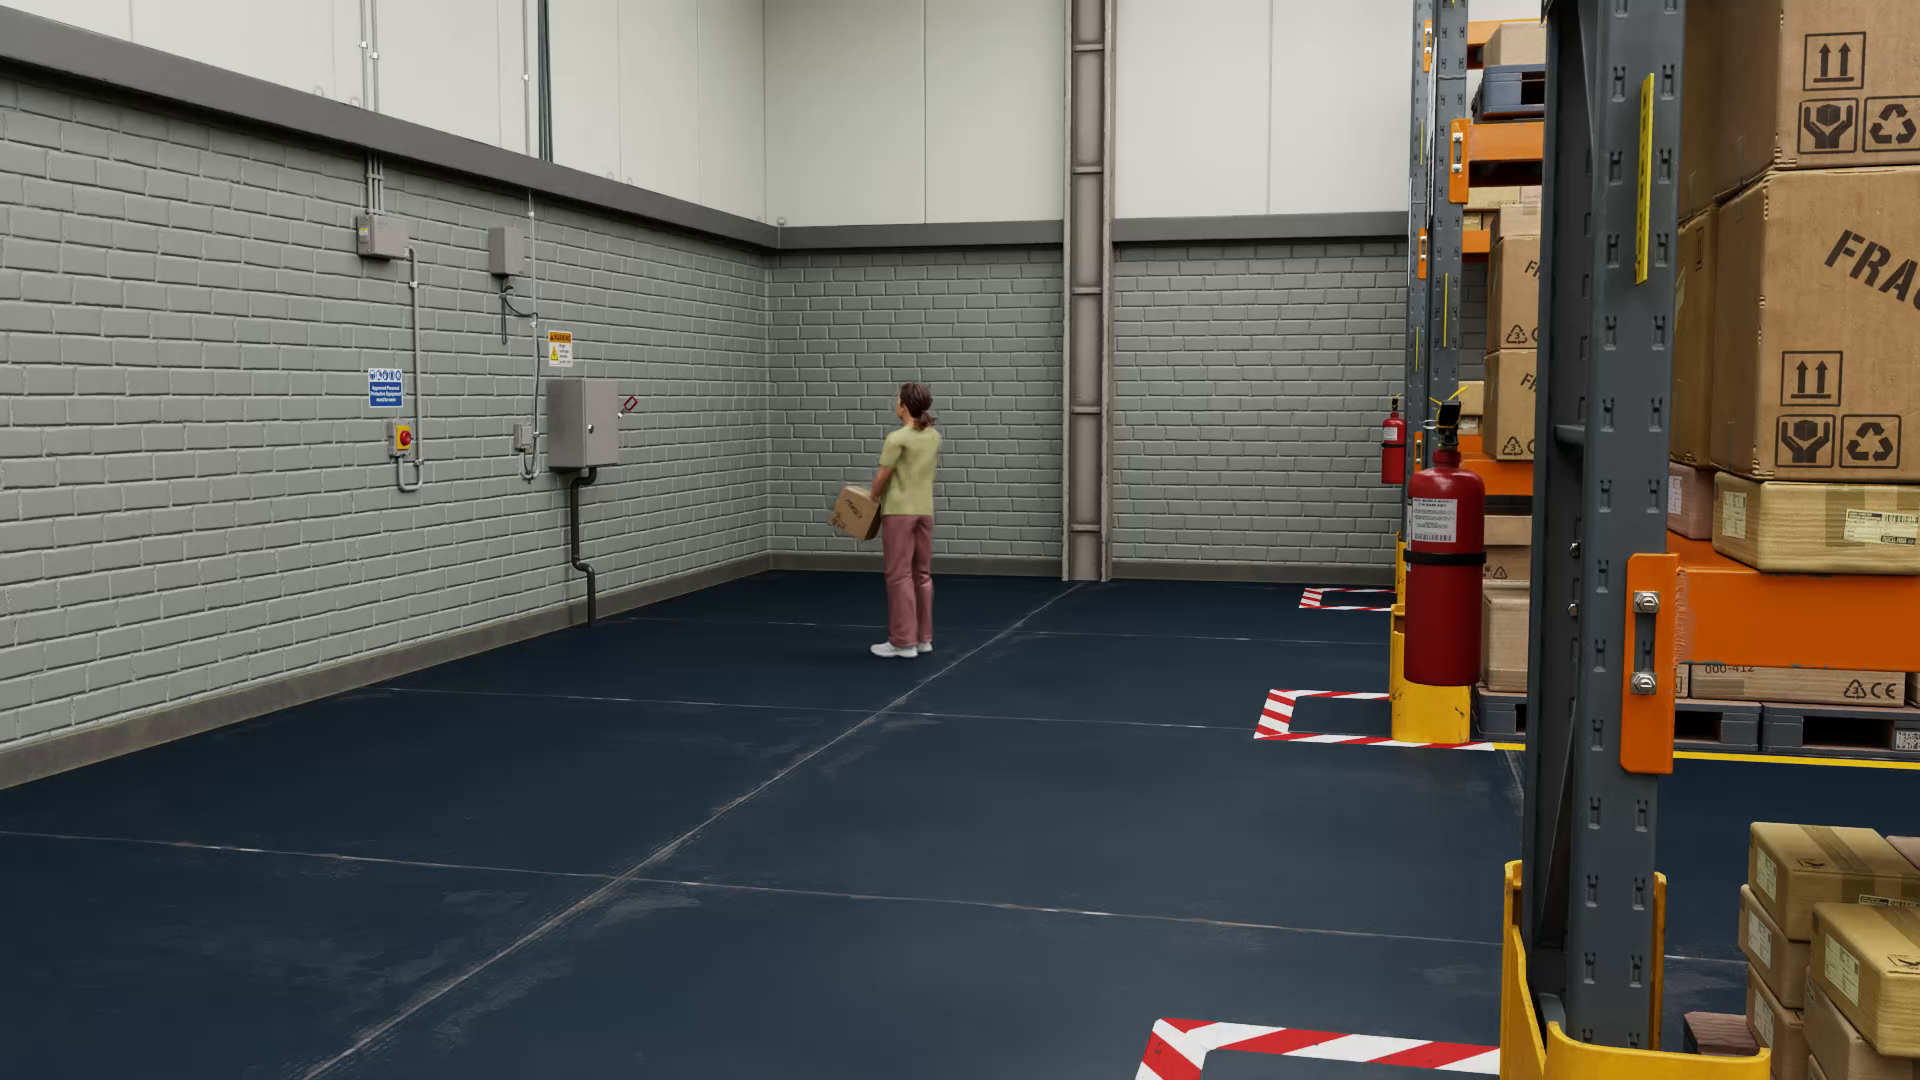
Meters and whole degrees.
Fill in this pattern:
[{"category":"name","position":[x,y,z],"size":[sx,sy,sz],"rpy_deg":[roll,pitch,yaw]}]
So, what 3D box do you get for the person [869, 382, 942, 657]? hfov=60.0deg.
[{"category":"person","position":[-0.343,-0.125,10.160],"size":[0.482,1.671,0.521],"rpy_deg":[-5,7,-43]}]
